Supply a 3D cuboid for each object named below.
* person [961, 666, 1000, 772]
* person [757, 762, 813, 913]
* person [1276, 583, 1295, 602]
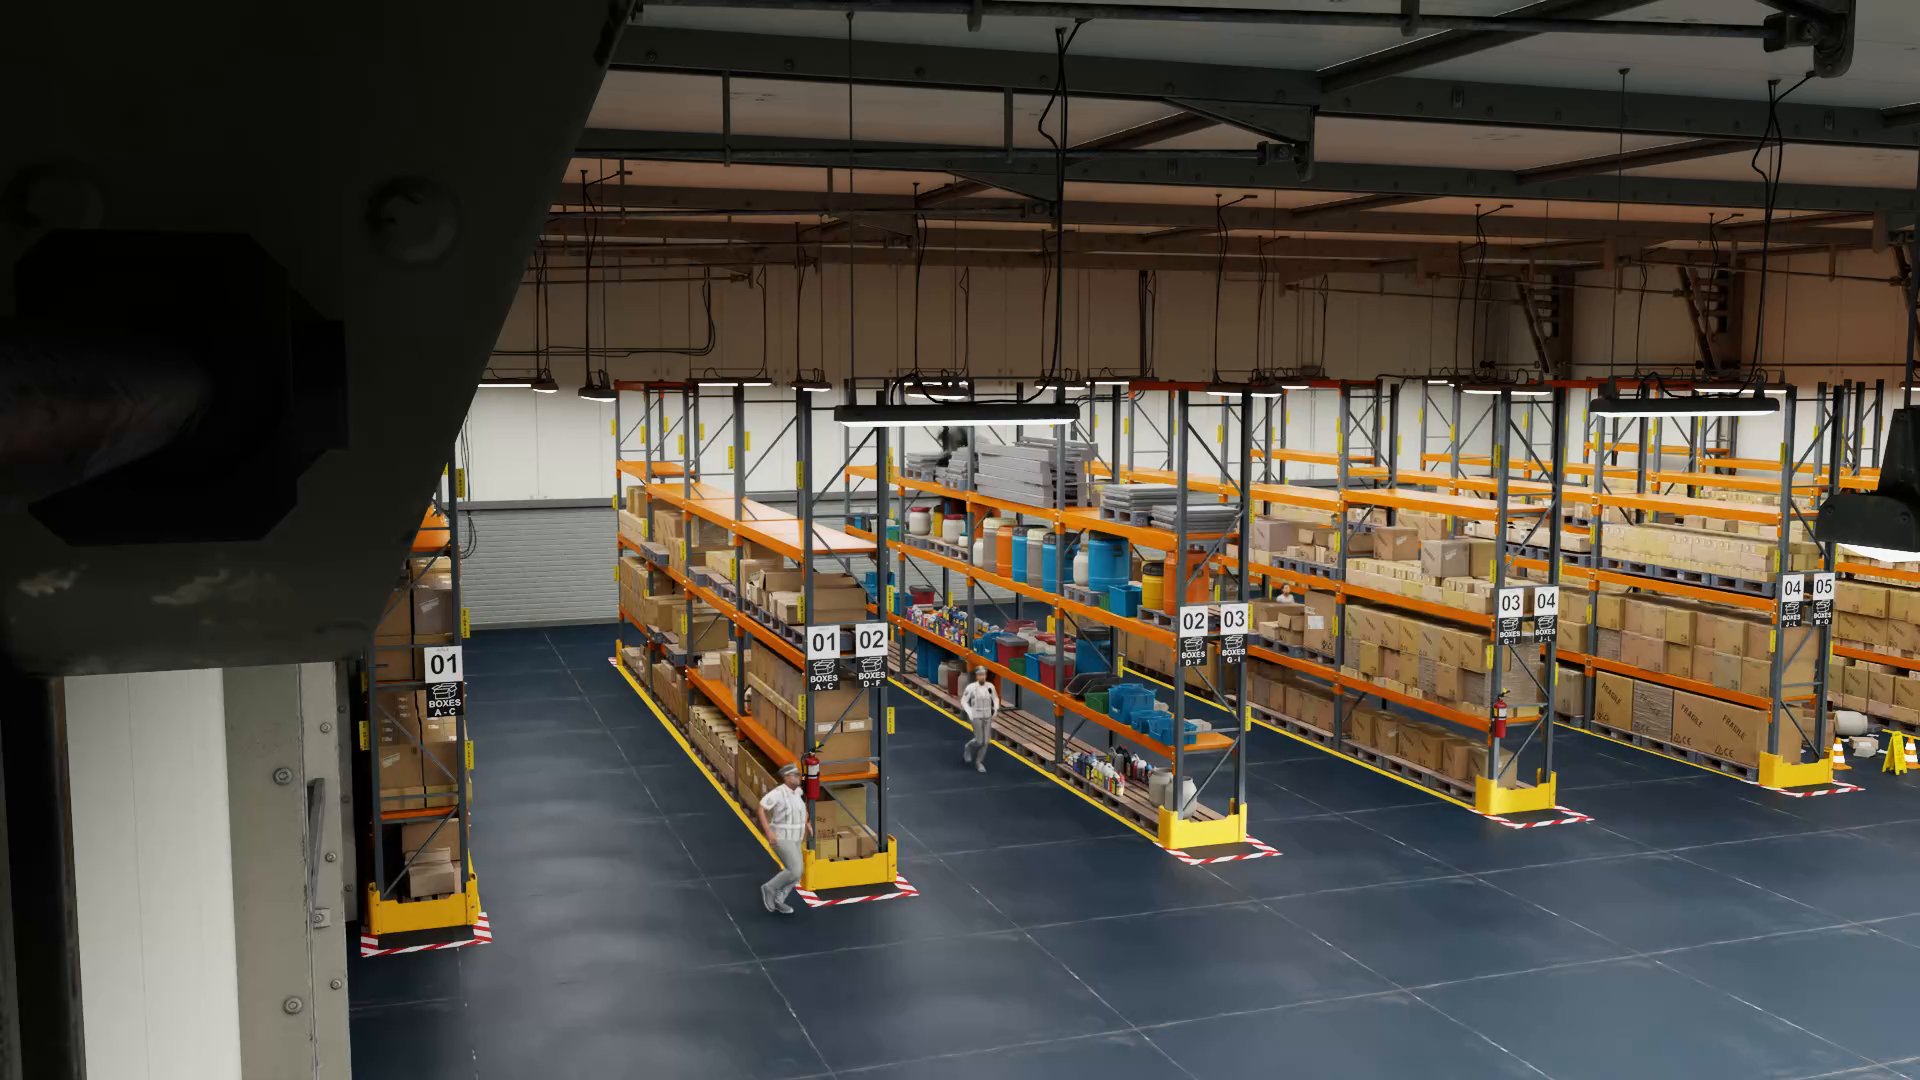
[{"bbox_3d":[0.334,2.773,25.979,0.604,1.667,0.588,-2,6,-18],"label":"person"},{"bbox_3d":[-1.961,3.440,19.290,0.534,1.721,0.697,3,7,25],"label":"person"},{"bbox_3d":[7.041,1.729,35.889,0.560,1.622,0.581,-2,6,-20],"label":"person"}]
